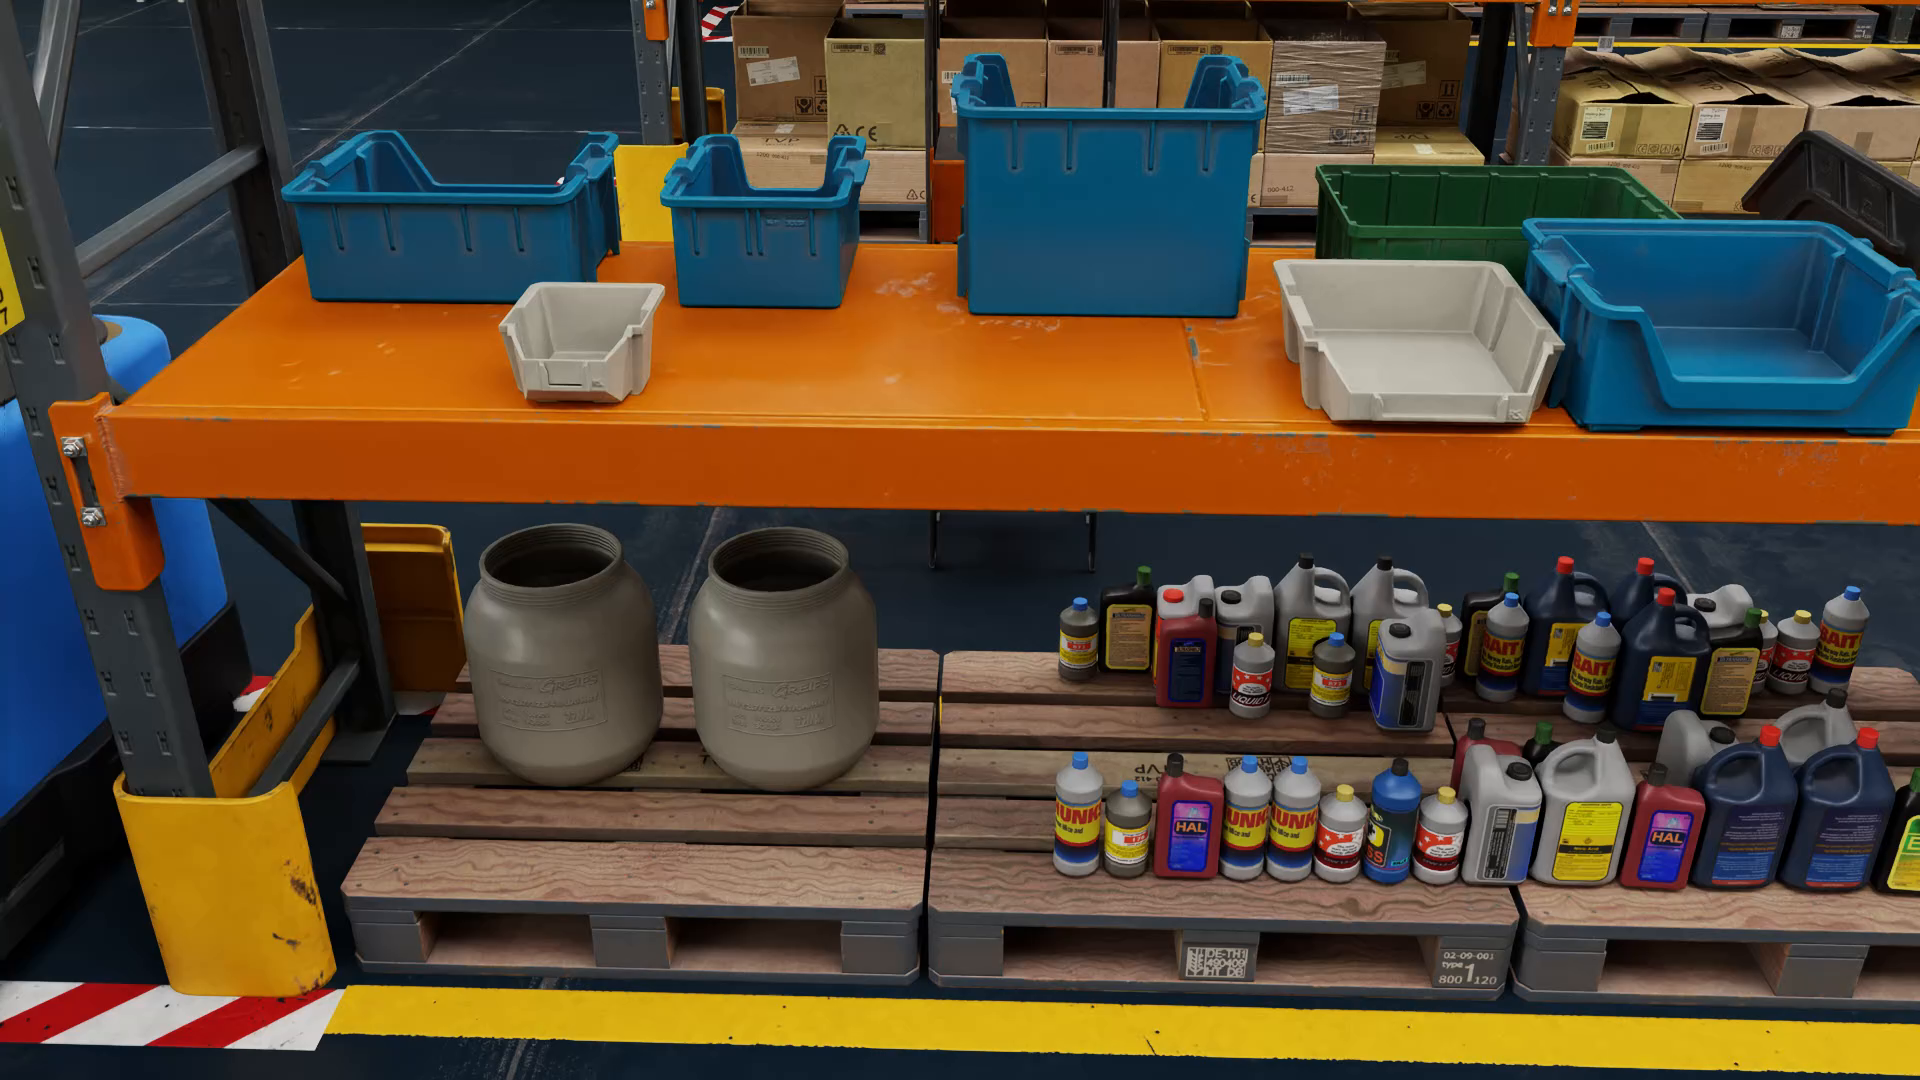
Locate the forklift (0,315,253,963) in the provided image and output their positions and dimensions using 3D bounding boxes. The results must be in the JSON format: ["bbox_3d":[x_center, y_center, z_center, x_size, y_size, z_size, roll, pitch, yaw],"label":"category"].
[{"bbox_3d":[-2.588,-0.227,2.550,1.130,2.935,3.031,4,28,7],"label":"forklift"}]

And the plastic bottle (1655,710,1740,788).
[{"bbox_3d":[1.576,0.497,3.548,0.135,0.276,0.152,1,28,2],"label":"plastic bottle"}]

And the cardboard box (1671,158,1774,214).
[{"bbox_3d":[3.525,-1.721,7.780,0.500,0.250,0.500,2,28,3],"label":"cardboard box"}]

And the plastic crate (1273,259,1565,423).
[{"bbox_3d":[0.809,-0.355,2.998,0.437,0.136,0.530,1,28,2],"label":"plastic crate"}]

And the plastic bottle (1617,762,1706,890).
[{"bbox_3d":[1.431,0.581,3.383,0.133,0.283,0.061,3,28,5],"label":"plastic bottle"}]

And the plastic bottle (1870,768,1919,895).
[{"bbox_3d":[1.949,0.589,3.366,0.133,0.283,0.061,2,28,4],"label":"plastic bottle"}]

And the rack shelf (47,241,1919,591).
[{"bbox_3d":[0.442,-0.278,3.340,4.000,0.370,1.077,1,28,2],"label":"rack shelf"}]

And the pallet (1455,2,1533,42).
[{"bbox_3d":[3.569,-3.956,12.487,1.213,0.211,1.003,1,28,2],"label":"pallet"}]

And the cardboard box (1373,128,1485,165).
[{"bbox_3d":[2.149,-1.758,7.850,0.500,0.250,0.500,1,28,2],"label":"cardboard box"}]

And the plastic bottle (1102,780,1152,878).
[{"bbox_3d":[0.348,0.590,3.452,0.097,0.201,0.097,0,28,0],"label":"plastic bottle"}]

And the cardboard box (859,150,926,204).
[{"bbox_3d":[-0.350,-1.799,7.928,0.500,0.250,0.500,1,28,2],"label":"cardboard box"}]

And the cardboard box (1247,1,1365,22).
[{"bbox_3d":[1.667,-2.342,8.153,0.500,0.500,0.500,1,28,2],"label":"cardboard box"}]

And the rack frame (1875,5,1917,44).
[{"bbox_3d":[6.788,-5.134,11.733,0.127,3.000,1.000,1,28,2],"label":"rack frame"}]

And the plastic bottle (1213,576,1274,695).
[{"bbox_3d":[0.684,0.224,4.063,0.135,0.276,0.152,0,28,0],"label":"plastic bottle"}]

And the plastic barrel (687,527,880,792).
[{"bbox_3d":[-0.395,0.268,3.750,0.421,0.512,0.421,0,28,0],"label":"plastic barrel"}]

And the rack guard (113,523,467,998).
[{"bbox_3d":[-1.479,0.454,3.859,0.348,0.500,1.175,1,28,2],"label":"rack guard"}]

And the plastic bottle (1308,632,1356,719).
[{"bbox_3d":[0.889,0.315,3.970,0.097,0.201,0.097,0,28,0],"label":"plastic bottle"}]

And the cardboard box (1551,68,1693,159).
[{"bbox_3d":[3.024,-1.977,7.665,0.500,0.311,0.500,1,28,2],"label":"cardboard box"}]

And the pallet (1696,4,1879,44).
[{"bbox_3d":[6.007,-3.916,12.411,1.213,0.211,1.003,1,28,2],"label":"pallet"}]

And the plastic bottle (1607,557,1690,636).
[{"bbox_3d":[1.649,0.205,4.019,0.185,0.351,0.144,2,28,3],"label":"plastic bottle"}]

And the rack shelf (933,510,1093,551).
[{"bbox_3d":[0.165,-0.294,5.087,0.480,0.518,0.431,1,28,2],"label":"rack shelf"}]

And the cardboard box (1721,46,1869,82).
[{"bbox_3d":[4.053,-2.212,8.110,0.500,0.311,0.500,1,28,2],"label":"cardboard box"}]

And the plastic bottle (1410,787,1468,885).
[{"bbox_3d":[0.992,0.601,3.432,0.097,0.201,0.097,0,28,0],"label":"plastic bottle"}]

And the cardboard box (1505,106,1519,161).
[{"bbox_3d":[3.044,-1.981,8.272,0.500,0.250,0.500,1,28,1],"label":"cardboard box"}]

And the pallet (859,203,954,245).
[{"bbox_3d":[-0.612,-1.723,8.274,1.213,0.211,1.003,1,28,2],"label":"pallet"}]

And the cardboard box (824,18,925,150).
[{"bbox_3d":[-0.350,-2.129,7.751,0.500,0.500,0.500,1,28,2],"label":"cardboard box"}]

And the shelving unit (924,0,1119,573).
[{"bbox_3d":[0.165,-0.925,4.753,0.503,2.100,0.431,1,28,2],"label":"shelving unit"}]

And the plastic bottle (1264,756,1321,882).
[{"bbox_3d":[0.687,0.565,3.425,0.097,0.271,0.097,0,28,0],"label":"plastic bottle"}]

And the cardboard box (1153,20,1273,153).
[{"bbox_3d":[1.149,-2.109,7.713,0.500,0.500,0.500,1,28,2],"label":"cardboard box"}]

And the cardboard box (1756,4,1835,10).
[{"bbox_3d":[6.067,-4.212,12.191,0.500,0.500,0.700,1,28,3],"label":"cardboard box"}]

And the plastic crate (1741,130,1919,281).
[{"bbox_3d":[1.922,-0.604,3.253,0.504,0.338,0.767,1,28,2],"label":"plastic crate"}]

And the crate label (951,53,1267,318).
[{"bbox_3d":[0.293,-0.741,3.407,0.616,0.435,0.502,1,28,2],"label":"crate label"}]

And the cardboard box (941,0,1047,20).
[{"bbox_3d":[0.169,-2.370,8.206,0.500,0.500,0.500,1,28,2],"label":"cardboard box"}]

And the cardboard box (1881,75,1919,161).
[{"bbox_3d":[4.560,-1.952,7.618,0.500,0.311,0.500,2,28,3],"label":"cardboard box"}]

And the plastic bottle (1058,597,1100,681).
[{"bbox_3d":[0.295,0.238,4.116,0.097,0.201,0.097,0,28,0],"label":"plastic bottle"}]

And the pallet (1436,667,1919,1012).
[{"bbox_3d":[1.771,0.638,3.820,1.213,0.211,1.003,1,28,2],"label":"pallet"}]

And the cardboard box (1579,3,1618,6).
[{"bbox_3d":[4.554,-4.273,12.308,0.500,0.500,0.700,1,28,2],"label":"cardboard box"}]

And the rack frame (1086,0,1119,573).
[{"bbox_3d":[0.409,-0.921,4.745,0.015,2.100,0.400,1,28,2],"label":"rack frame"}]

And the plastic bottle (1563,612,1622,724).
[{"bbox_3d":[1.500,0.295,3.935,0.097,0.271,0.097,0,28,0],"label":"plastic bottle"}]

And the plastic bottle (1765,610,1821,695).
[{"bbox_3d":[2.037,0.267,4.062,0.097,0.201,0.097,0,28,0],"label":"plastic bottle"}]

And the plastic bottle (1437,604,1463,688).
[{"bbox_3d":[1.178,0.253,4.089,0.097,0.201,0.097,0,28,0],"label":"plastic bottle"}]
